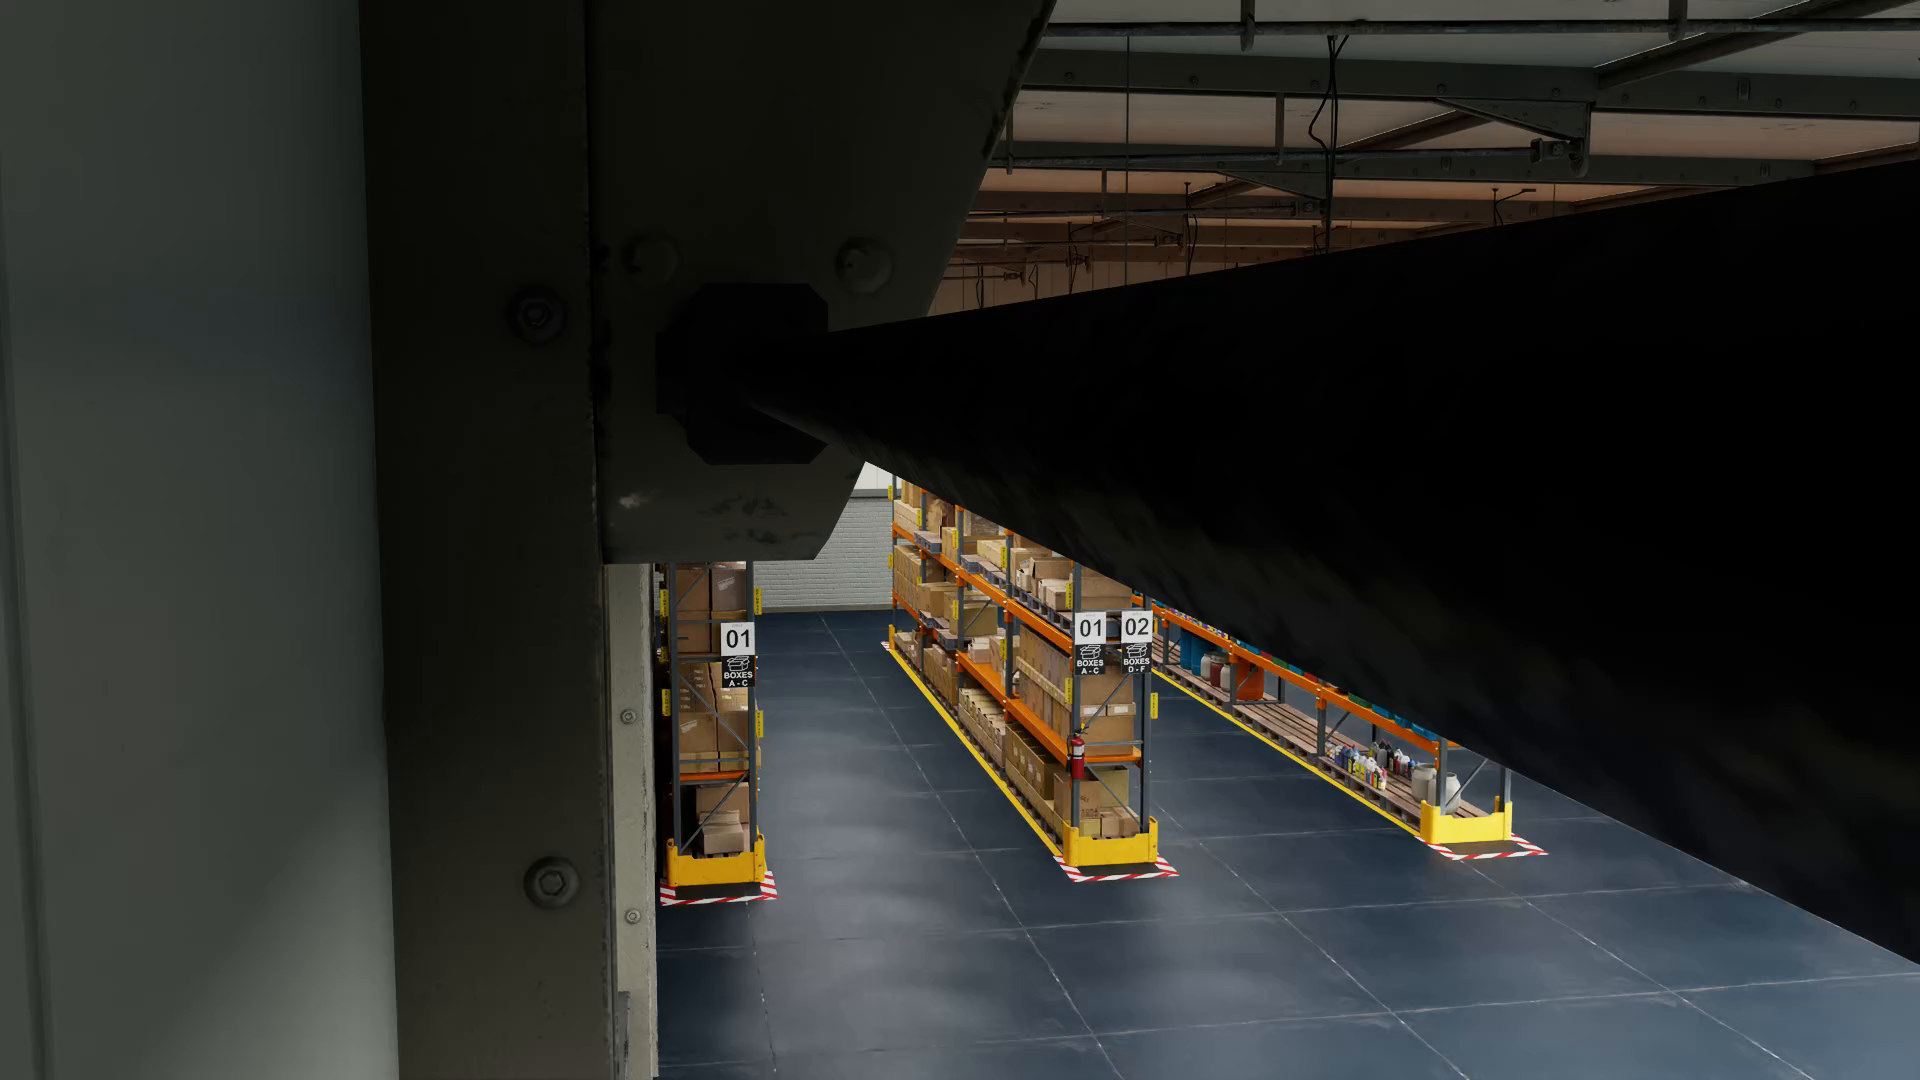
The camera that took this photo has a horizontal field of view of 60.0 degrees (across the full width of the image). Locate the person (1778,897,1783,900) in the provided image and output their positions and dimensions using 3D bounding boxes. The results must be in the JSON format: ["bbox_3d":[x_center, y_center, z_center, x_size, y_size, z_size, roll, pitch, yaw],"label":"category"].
[{"bbox_3d":[9.730,3.371,19.458,0.599,1.733,0.686,2,6,15],"label":"person"}]
